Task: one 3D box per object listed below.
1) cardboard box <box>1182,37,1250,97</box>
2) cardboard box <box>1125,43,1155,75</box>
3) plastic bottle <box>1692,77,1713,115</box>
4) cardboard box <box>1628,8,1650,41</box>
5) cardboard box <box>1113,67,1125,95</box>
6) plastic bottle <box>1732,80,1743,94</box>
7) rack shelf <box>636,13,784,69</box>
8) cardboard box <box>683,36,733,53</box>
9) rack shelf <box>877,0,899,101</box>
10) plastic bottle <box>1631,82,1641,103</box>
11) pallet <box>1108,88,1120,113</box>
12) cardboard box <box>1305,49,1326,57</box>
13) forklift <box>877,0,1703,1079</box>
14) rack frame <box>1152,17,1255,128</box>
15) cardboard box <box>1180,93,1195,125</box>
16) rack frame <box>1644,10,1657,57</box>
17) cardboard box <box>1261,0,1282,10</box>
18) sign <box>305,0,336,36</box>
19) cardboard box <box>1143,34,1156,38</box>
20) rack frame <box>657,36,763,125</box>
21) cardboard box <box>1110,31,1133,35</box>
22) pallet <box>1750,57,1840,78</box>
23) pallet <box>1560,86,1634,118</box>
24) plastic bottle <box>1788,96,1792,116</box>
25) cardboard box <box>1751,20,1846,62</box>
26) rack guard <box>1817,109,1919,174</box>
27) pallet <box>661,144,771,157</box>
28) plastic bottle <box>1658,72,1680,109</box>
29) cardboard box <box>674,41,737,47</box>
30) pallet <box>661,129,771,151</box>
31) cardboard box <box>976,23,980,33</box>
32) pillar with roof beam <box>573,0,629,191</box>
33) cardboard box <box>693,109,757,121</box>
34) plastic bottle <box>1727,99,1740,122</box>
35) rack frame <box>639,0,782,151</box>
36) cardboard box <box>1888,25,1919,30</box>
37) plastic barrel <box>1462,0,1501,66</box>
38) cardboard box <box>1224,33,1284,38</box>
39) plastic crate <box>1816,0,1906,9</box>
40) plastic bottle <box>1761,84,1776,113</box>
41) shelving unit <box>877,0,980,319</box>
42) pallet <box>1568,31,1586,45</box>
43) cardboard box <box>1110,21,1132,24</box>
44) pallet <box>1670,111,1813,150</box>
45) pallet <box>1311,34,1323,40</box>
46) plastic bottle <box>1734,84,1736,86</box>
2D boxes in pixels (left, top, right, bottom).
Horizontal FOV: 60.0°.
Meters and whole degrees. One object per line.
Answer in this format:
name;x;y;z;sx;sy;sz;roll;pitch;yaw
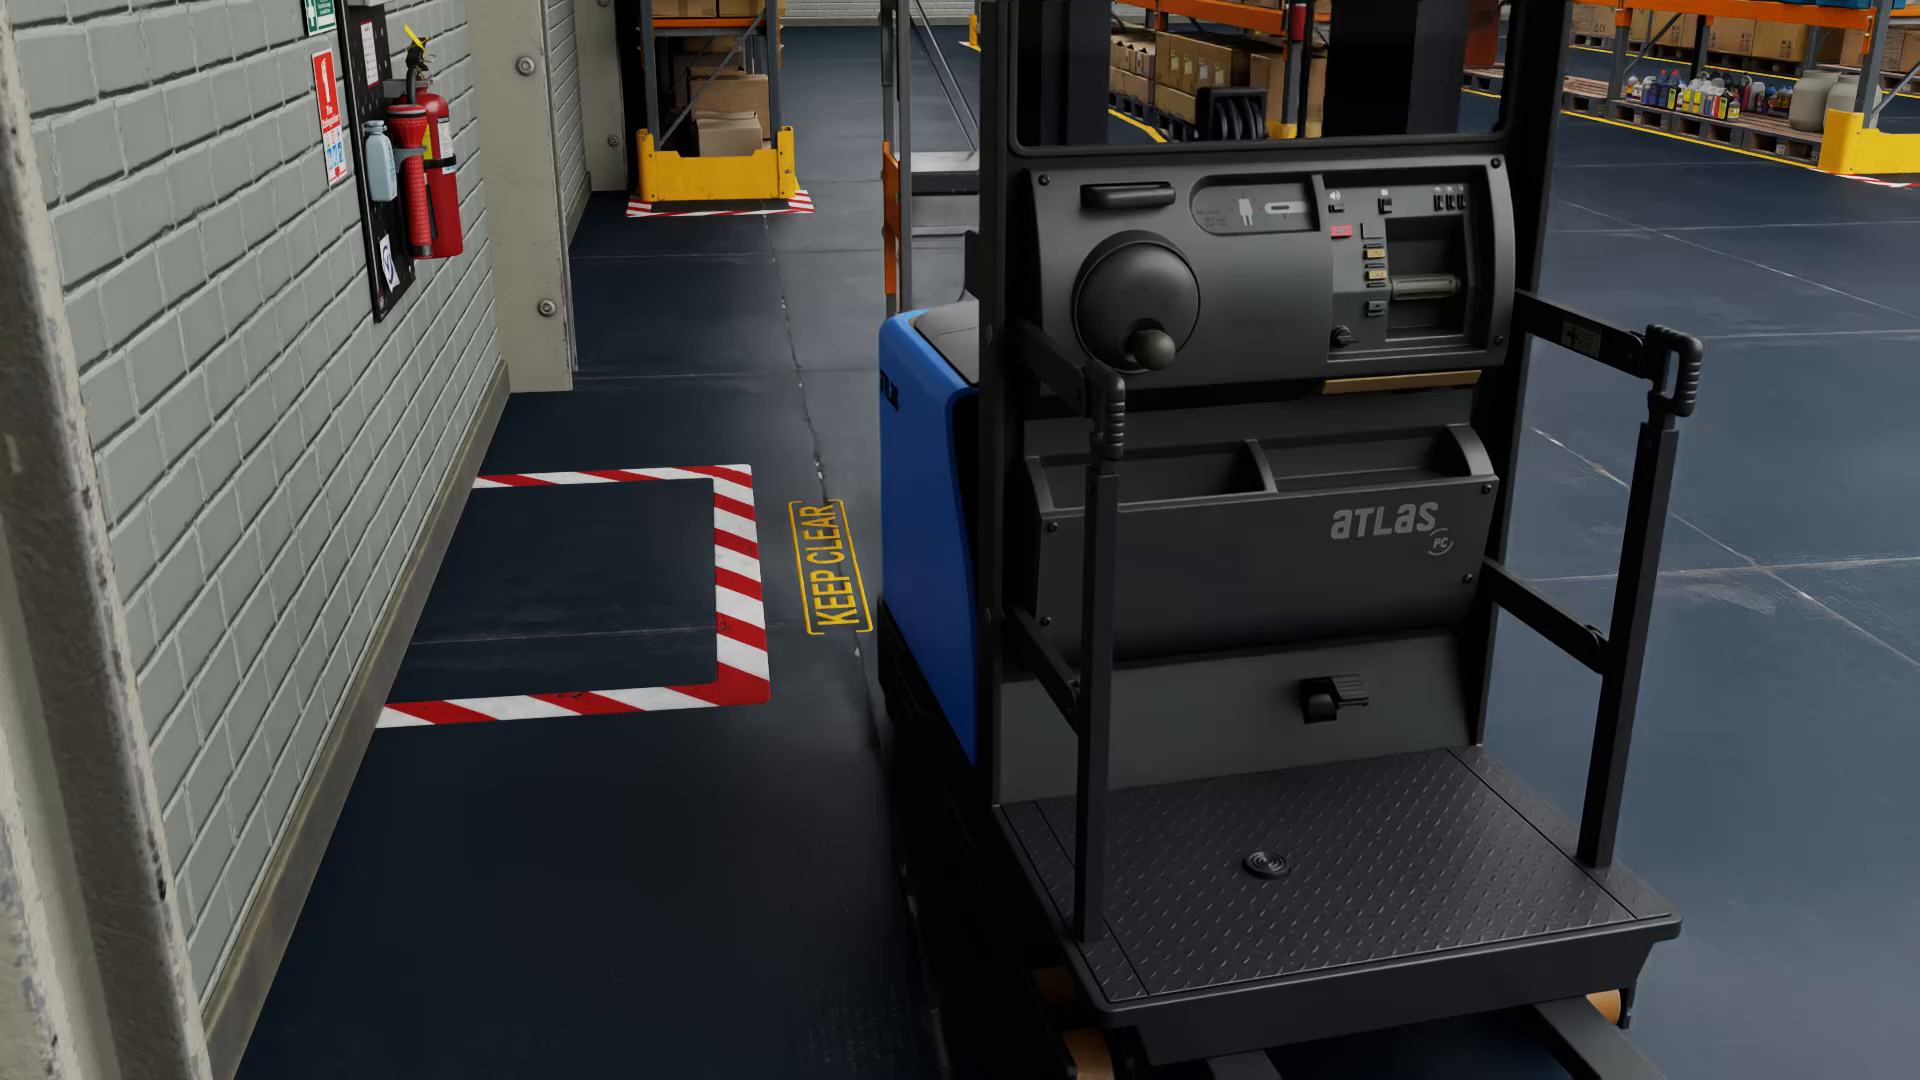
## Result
cardboard box;2.378;-4.396;15.457;0.500;0.500;0.500;-3;21;-8
cardboard box;2.054;-5.136;17.707;0.500;0.311;0.500;-2;21;-6
plastic bottle;7.200;-4.295;16.086;0.144;0.351;0.185;-2;21;-6
cardboard box;11.111;-8.361;26.251;0.875;0.875;0.875;-3;21;-8
cardboard box;1.985;-5.049;18.276;0.500;0.250;0.500;-2;21;-7
plastic bottle;7.734;-4.440;16.570;0.061;0.283;0.133;-3;21;-8
rack shelf;-2.136;-4.378;14.179;1.077;0.370;4.000;-3;21;-8
cardboard box;-2.614;-5.200;17.224;0.500;0.250;0.500;-3;21;-9
rack shelf;-0.024;-1.684;5.262;0.431;0.518;0.480;-3;21;-8
plastic bottle;7.006;-4.635;17.209;0.097;0.201;0.097;0;20;0
pallet;2.153;-5.029;18.879;1.003;0.211;1.213;-3;21;-8
cardboard box;3.122;-3.904;14.138;0.500;0.500;0.500;-3;21;-8
forklift;0.634;-0.488;2.834;1.130;2.935;3.031;-5;21;-13
rack frame;2.477;-5.659;16.580;1.000;3.000;0.127;-3;21;-8
cardboard box;2.378;-4.045;15.588;0.500;0.250;0.500;-3;21;-8
rack frame;11.127;-8.927;25.330;1.000;3.000;0.127;-3;21;-8
cardboard box;2.918;-4.664;13.775;0.700;0.500;0.500;-2;21;-6
sign;-1.636;-1.357;4.253;0.001;0.109;0.331;-3;21;-8
cardboard box;2.371;-5.691;19.196;0.500;0.311;0.500;-3;21;-8
rack frame;-2.424;-5.407;15.907;1.000;3.000;0.127;-3;21;-8
cardboard box;1.769;-5.837;19.586;0.500;0.311;0.500;-3;21;-9
pallet;11.665;-6.512;22.851;1.003;0.211;1.213;-3;21;-8
pallet;7.227;-4.871;18.456;1.003;0.211;1.213;-3;21;-8
plastic bottle;7.988;-4.179;15.870;0.061;0.283;0.133;-3;21;-7
cardboard box;11.625;-6.983;22.563;1.225;0.875;0.875;-4;21;-10
rack guard;7.898;-3.375;14.038;1.175;0.500;0.348;-3;21;-8
pallet;-1.941;-3.026;13.515;1.003;0.211;1.213;-3;21;-8
plastic bottle;7.112;-4.507;16.652;0.144;0.351;0.185;-4;21;-10
cardboard box;-2.787;-5.226;18.365;0.700;0.500;0.500;-3;21;-8
pallet;-2.114;-3.447;14.644;1.003;0.211;1.213;-3;21;-8
cardboard box;0.467;-8.522;27.691;0.380;0.149;0.250;-3;21;-8
pillar with roof beam;1.455;-7.249;12.263;9.100;9.000;0.400;-3;21;-8
cardboard box;-1.941;-3.411;13.775;0.500;0.311;0.500;-1;21;-3
plastic bottle;7.257;-4.031;15.593;0.097;0.201;0.097;0;20;0
rack frame;-1.848;-4.023;12.199;1.000;3.000;0.127;-3;21;-8
cardboard box;11.917;-6.515;20.744;0.500;0.250;0.500;-1;20;-2
plastic barrel;6.715;-6.641;21.710;0.600;0.830;0.708;-3;21;-8
cardboard box;2.821;-4.595;15.991;0.500;0.500;0.500;-3;21;-8
plastic crate;7.587;-4.611;13.987;0.499;0.251;0.616;-3;21;-8
plastic bottle;7.910;-4.317;16.258;0.097;0.271;0.097;0;20;0
shelving unit;-0.024;-1.041;5.502;0.431;2.100;0.503;-3;21;-8
pallet;10.743;-8.733;28.795;1.003;0.211;1.213;-3;21;-8
cardboard box;1.969;-6.606;22.059;0.500;0.500;0.500;-3;21;-8
pallet;7.614;-3.943;15.971;1.003;0.211;1.213;-3;21;-8
pallet;5.902;-8.047;26.959;1.003;0.211;1.213;-3;21;-8
plastic bottle;7.850;-4.512;16.762;0.061;0.283;0.133;-2;21;-4
